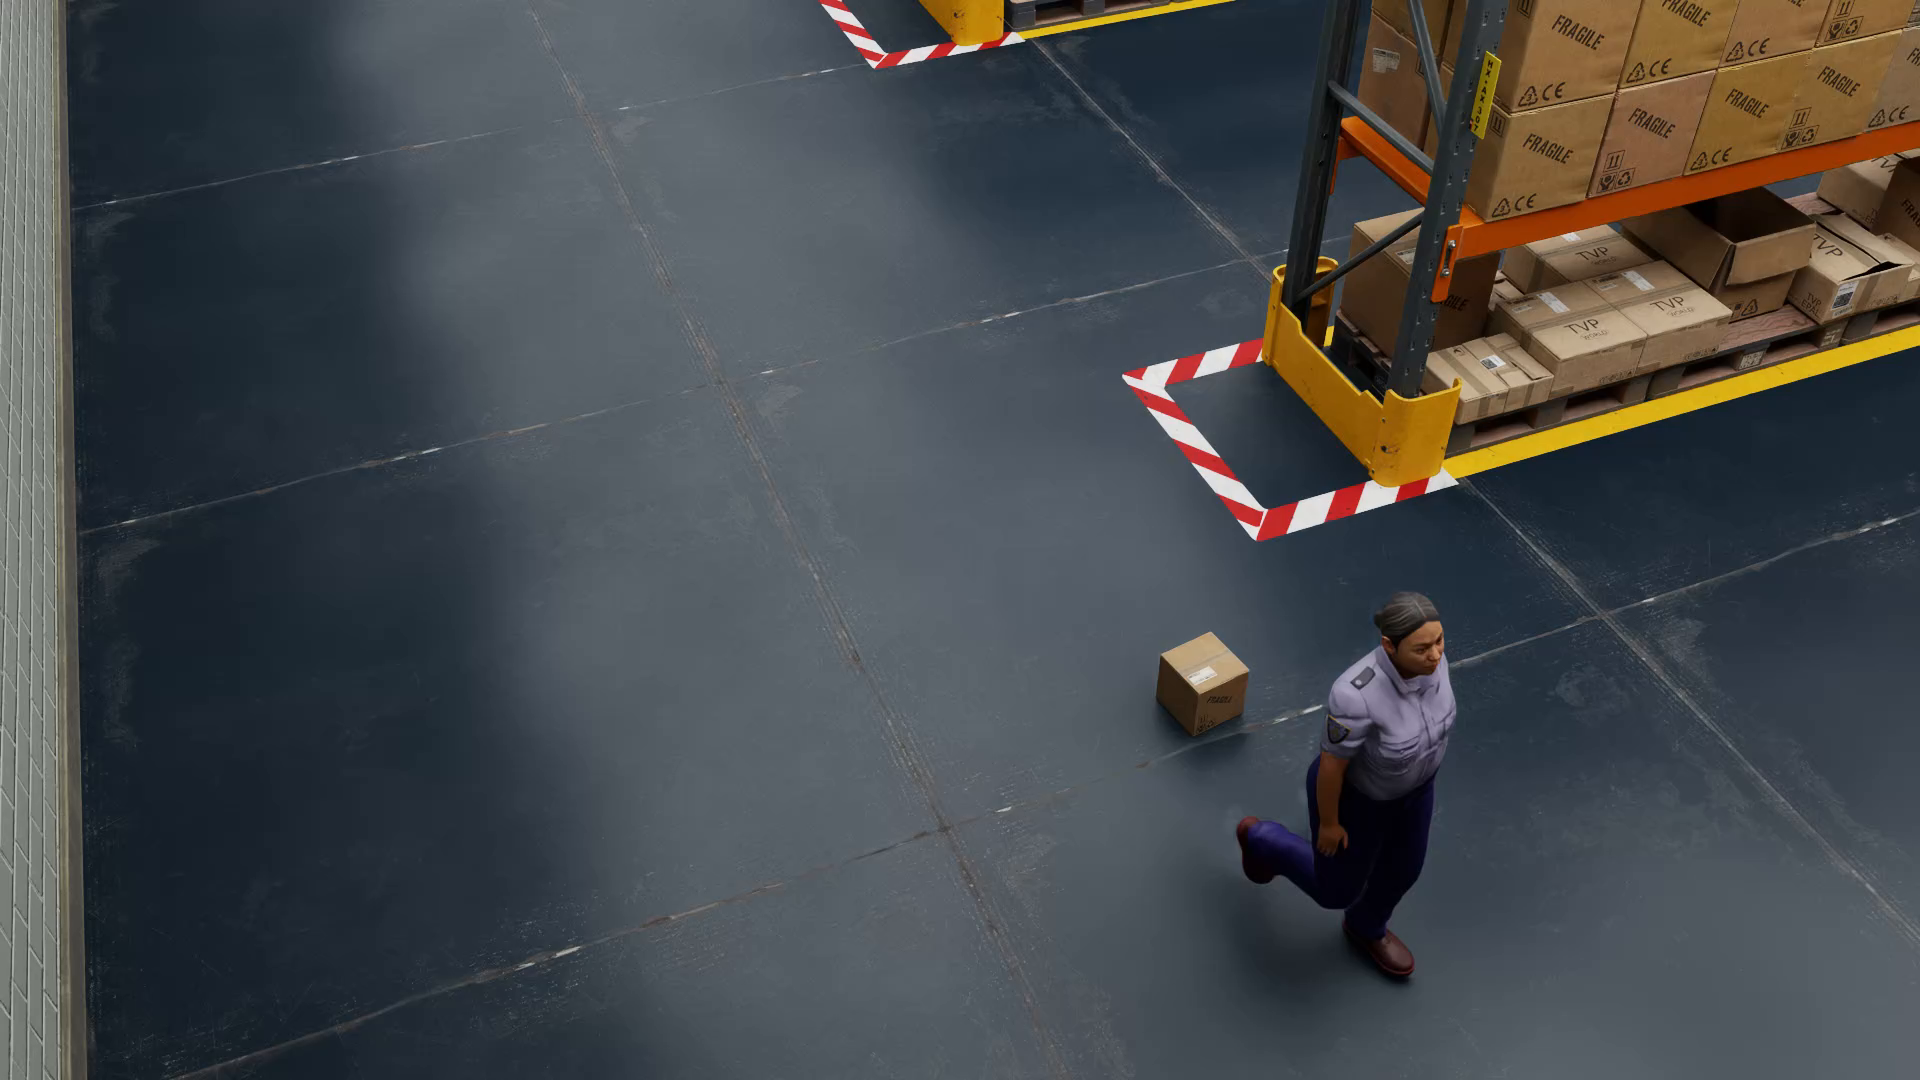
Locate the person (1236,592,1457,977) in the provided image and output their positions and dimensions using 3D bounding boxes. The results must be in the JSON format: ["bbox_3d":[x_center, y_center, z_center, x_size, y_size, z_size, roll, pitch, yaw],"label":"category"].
[{"bbox_3d":[1.275,0.753,5.330,0.501,1.607,0.671,-25,48,-25],"label":"person"}]
